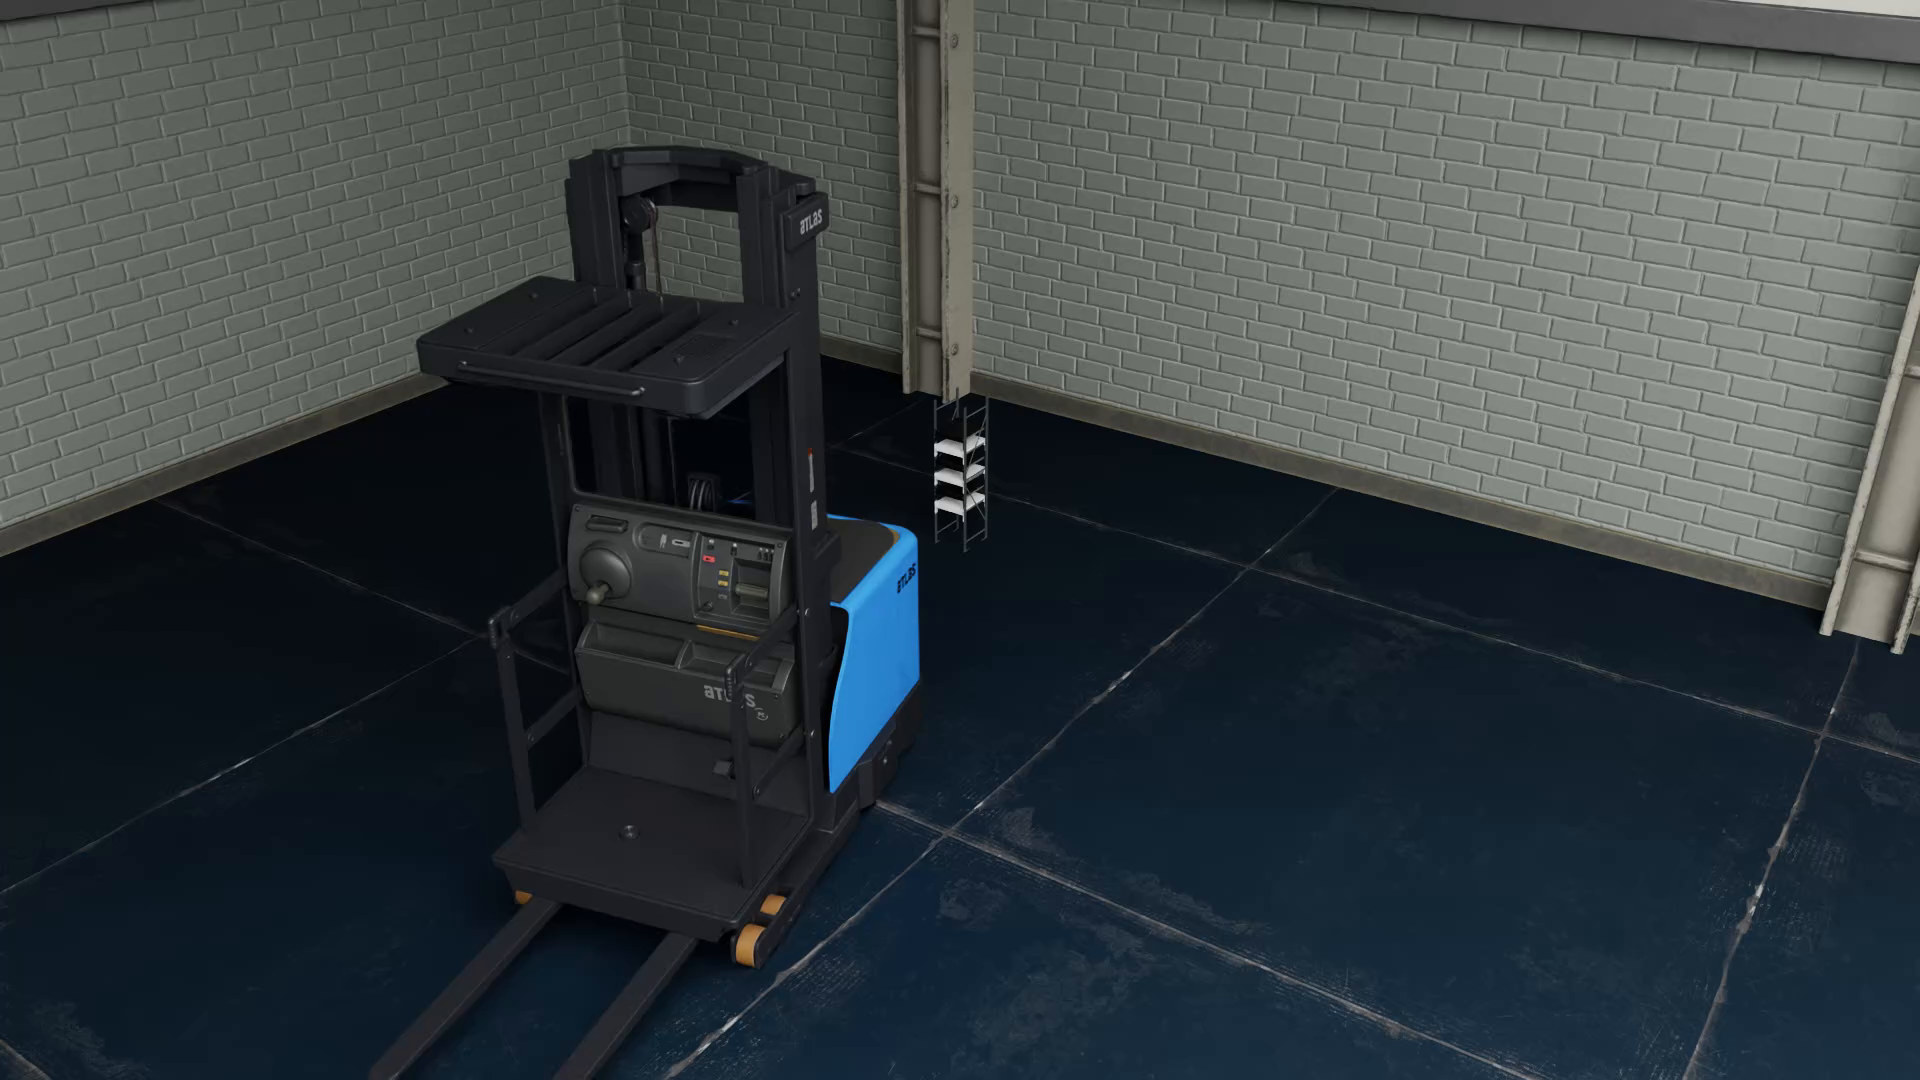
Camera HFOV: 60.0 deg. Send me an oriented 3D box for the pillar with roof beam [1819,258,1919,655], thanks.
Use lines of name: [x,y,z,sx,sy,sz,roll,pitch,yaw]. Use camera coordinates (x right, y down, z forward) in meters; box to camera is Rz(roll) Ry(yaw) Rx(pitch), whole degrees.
pillar with roof beam: [2.348,-1.916,3.593,0.400,9.000,9.100,17,32,30]

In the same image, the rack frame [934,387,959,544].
rack frame: [-0.077,-0.425,9.593,0.006,0.900,0.240,17,32,30]

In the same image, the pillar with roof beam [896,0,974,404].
pillar with roof beam: [-2.598,-3.457,6.621,0.400,9.000,9.100,17,32,30]

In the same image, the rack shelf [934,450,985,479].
rack shelf: [0.007,-0.449,9.516,0.200,0.077,0.258,17,32,30]

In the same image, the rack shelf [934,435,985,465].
rack shelf: [0.007,-0.530,9.475,0.200,0.077,0.258,17,32,30]

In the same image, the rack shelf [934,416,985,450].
rack shelf: [0.007,-0.610,9.434,0.200,0.077,0.258,17,32,30]

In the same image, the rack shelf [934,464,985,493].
rack shelf: [0.007,-0.369,9.557,0.200,0.077,0.258,17,32,30]

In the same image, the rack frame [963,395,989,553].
rack frame: [0.090,-0.373,9.490,0.006,0.900,0.240,17,32,30]

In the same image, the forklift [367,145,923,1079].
forklift: [-1.170,0.144,6.235,1.130,2.935,3.031,10,29,18]

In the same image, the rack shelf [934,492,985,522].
rack shelf: [0.007,-0.209,9.639,0.200,0.077,0.258,17,32,30]

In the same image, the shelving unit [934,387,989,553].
shelving unit: [0.007,-0.399,9.542,0.210,0.900,0.258,17,32,30]

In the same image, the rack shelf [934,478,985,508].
rack shelf: [0.007,-0.289,9.598,0.200,0.077,0.258,17,32,30]
